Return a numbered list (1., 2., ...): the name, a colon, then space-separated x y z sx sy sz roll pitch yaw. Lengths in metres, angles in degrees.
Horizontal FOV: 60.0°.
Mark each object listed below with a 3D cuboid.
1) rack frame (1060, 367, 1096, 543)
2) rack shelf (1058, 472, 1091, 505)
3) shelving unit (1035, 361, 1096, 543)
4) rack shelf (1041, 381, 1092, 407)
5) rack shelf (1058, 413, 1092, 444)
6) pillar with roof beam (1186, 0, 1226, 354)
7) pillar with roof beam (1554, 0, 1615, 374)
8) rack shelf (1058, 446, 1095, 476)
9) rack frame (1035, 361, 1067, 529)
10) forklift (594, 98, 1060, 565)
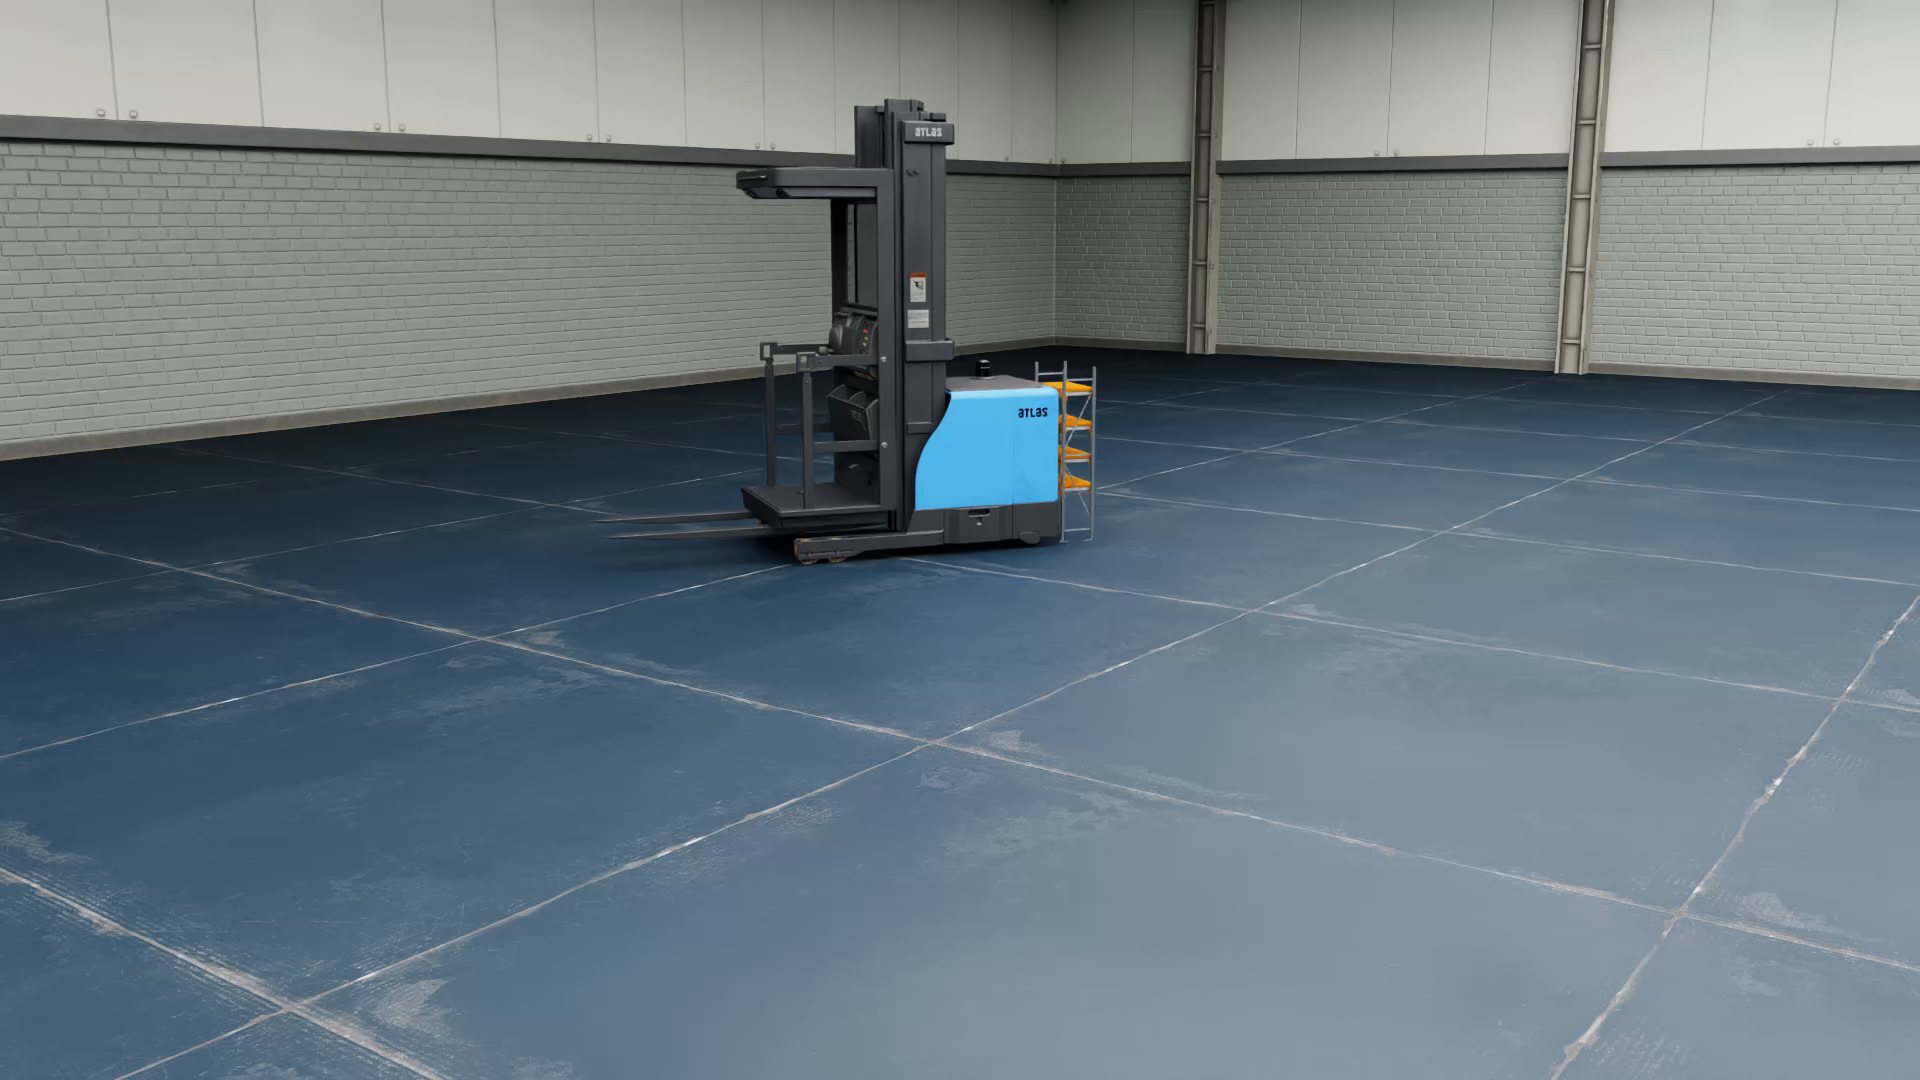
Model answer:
1. rack frame: 0.808 -0.580 11.369 0.240 1.200 0.015 -4 12 -20
2. rack shelf: 0.724 -0.363 11.644 0.258 0.148 0.480 -4 12 -20
3. shelving unit: 0.724 -0.624 11.594 0.258 1.200 0.503 -4 12 -20
4. rack shelf: 0.725 -1.010 11.520 0.258 0.148 0.480 -4 12 -20
5. rack shelf: 0.724 -0.777 11.564 0.258 0.148 0.480 -4 12 -20
6. pillar with roof beam: 1.436 -6.845 23.219 0.400 9.000 9.100 8 13 36
7. pillar with roof beam: 6.272 -6.170 19.732 0.400 9.000 9.100 8 13 36
8. rack shelf: 0.724 -0.558 11.607 0.258 0.148 0.480 -4 12 -20
9. rack frame: 0.640 -0.667 11.819 0.240 1.200 0.015 -4 12 -20
10. forklift: -0.893 -1.393 11.015 3.031 2.935 1.130 -4 12 -20
